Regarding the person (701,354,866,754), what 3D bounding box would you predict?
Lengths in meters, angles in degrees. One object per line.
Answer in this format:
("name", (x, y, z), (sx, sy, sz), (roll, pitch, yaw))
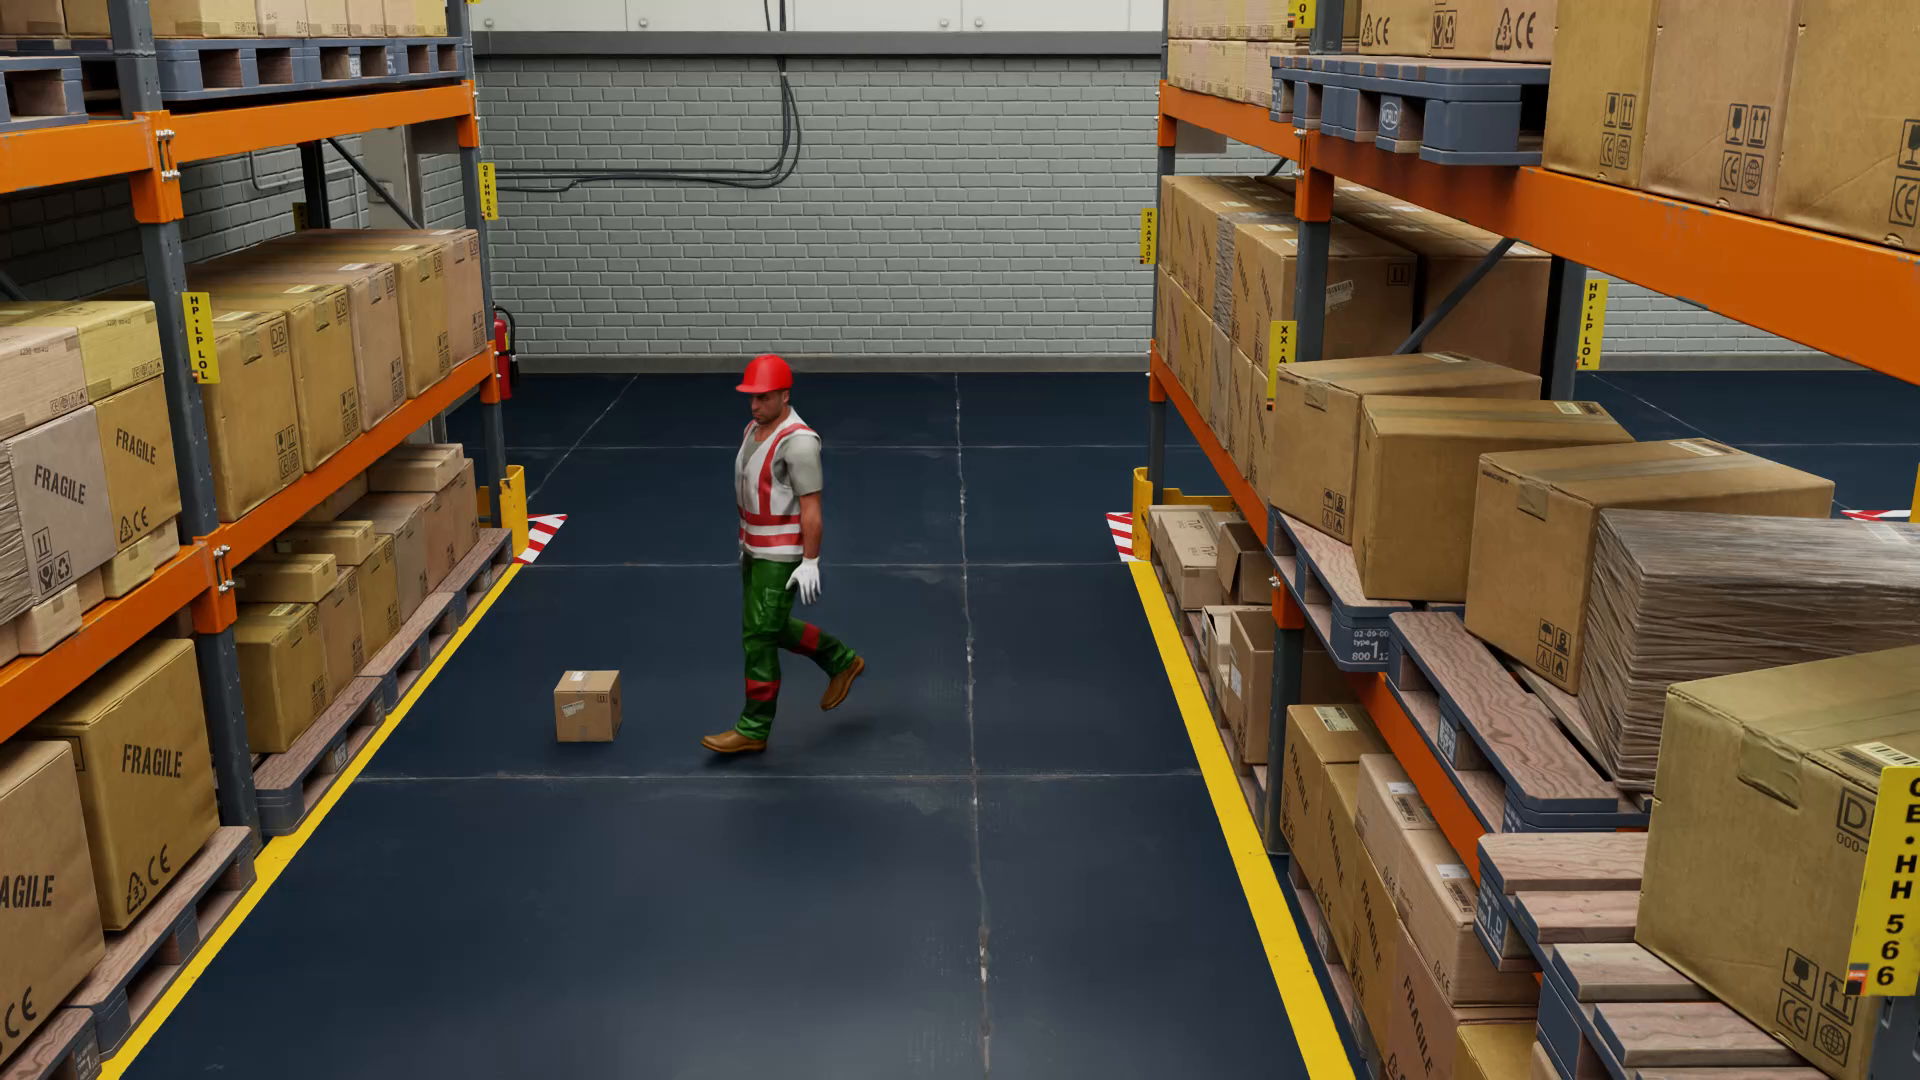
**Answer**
("person", (-0.789, 0.049, 7.341), (0.850, 1.776, 0.601), (-8, 19, -25))
